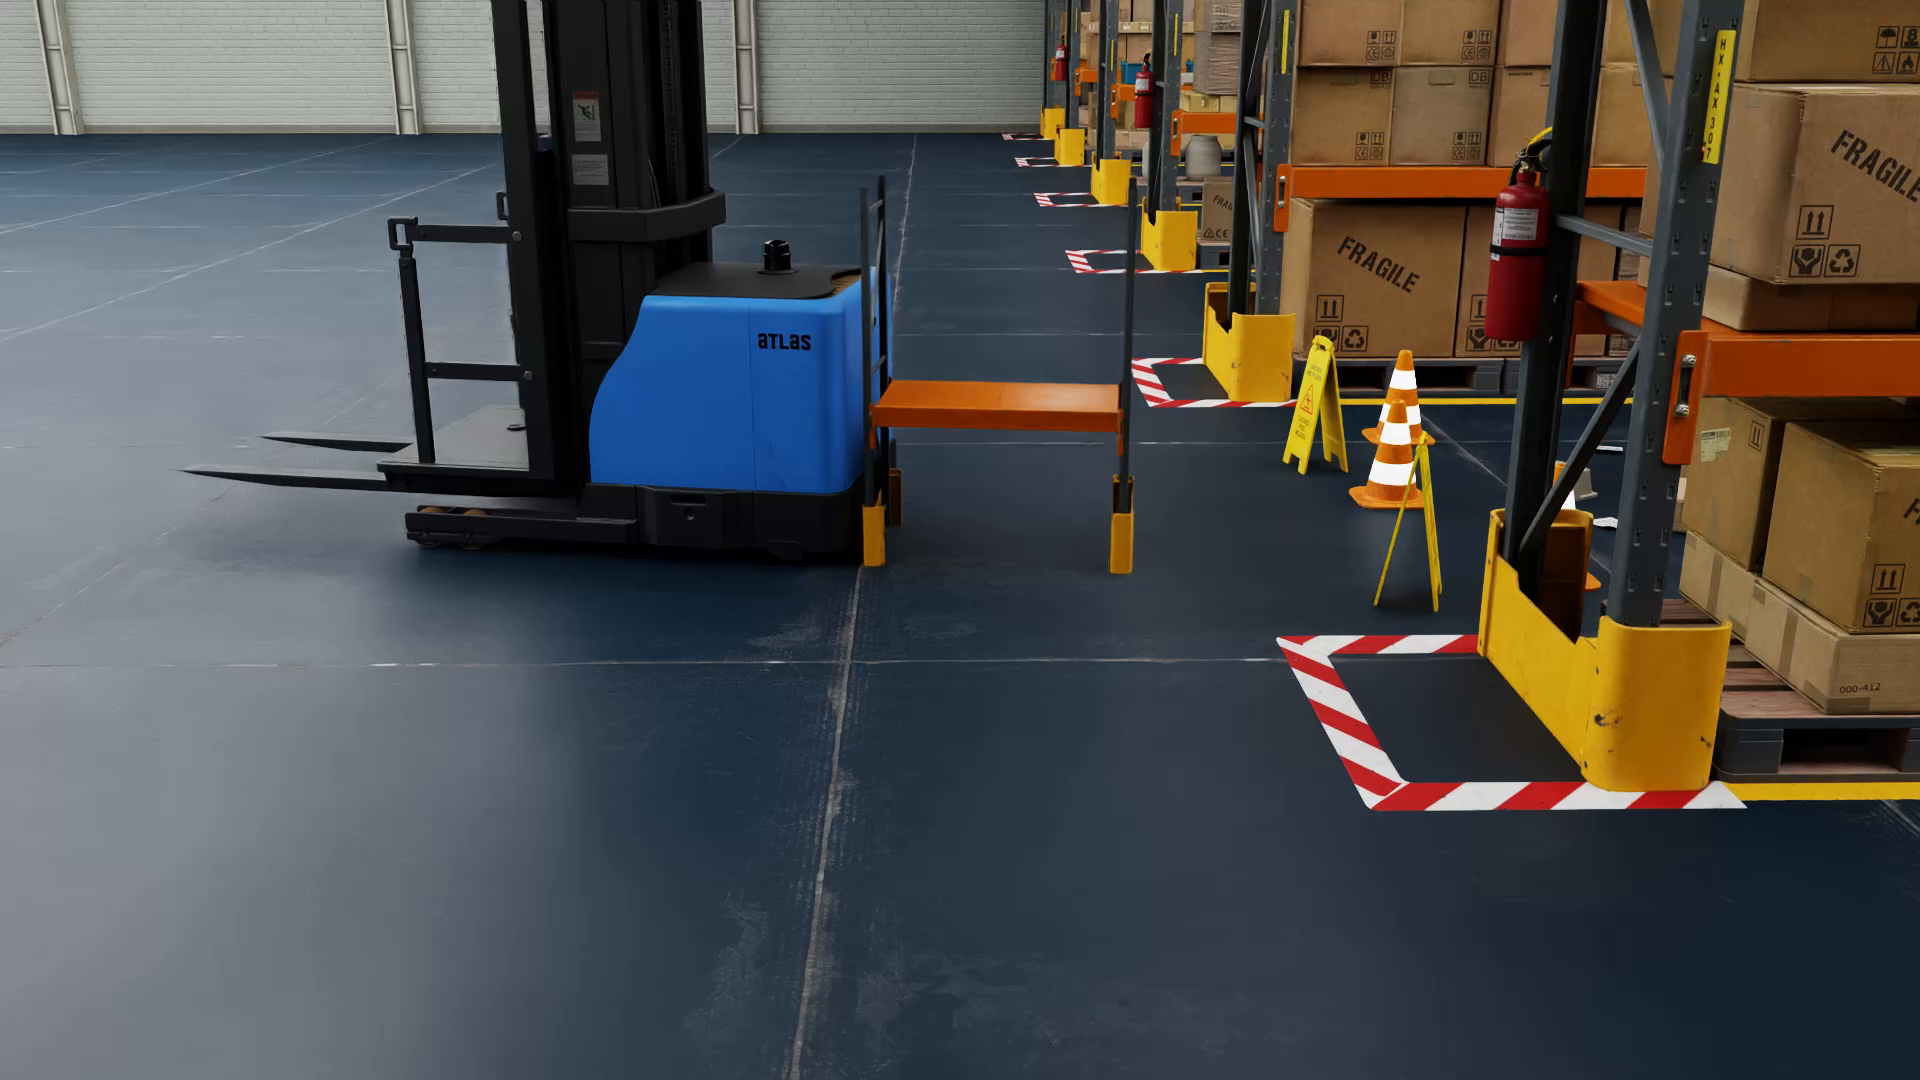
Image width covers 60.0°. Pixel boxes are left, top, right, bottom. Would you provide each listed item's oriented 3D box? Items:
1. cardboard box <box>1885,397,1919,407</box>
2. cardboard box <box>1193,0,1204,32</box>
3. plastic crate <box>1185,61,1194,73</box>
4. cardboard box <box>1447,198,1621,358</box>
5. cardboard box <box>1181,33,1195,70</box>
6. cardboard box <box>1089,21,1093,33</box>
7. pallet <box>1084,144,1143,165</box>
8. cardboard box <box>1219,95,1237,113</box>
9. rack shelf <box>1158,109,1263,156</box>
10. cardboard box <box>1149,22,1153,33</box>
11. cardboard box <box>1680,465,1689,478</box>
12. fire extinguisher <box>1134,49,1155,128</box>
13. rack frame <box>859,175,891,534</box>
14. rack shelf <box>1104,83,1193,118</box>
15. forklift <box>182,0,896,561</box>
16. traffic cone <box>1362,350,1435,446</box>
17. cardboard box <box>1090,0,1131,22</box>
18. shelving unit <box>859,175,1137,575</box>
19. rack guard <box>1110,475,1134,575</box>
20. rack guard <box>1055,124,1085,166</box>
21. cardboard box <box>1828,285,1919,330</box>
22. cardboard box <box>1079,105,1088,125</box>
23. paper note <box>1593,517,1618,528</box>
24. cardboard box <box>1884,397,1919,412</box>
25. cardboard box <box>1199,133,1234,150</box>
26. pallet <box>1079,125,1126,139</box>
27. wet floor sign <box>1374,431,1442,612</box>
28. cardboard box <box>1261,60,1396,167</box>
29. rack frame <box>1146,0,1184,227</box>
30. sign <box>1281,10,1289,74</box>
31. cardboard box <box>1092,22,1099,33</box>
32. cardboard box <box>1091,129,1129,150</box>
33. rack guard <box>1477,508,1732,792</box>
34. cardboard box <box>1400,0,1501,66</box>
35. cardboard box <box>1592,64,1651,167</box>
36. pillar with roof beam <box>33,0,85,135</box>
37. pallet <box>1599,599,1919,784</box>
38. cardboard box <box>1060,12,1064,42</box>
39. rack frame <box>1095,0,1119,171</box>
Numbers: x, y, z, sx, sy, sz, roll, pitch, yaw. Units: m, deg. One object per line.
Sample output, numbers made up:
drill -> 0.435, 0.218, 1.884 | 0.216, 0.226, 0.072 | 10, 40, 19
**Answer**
cardboard box -> 3.084, -0.544, 5.358 | 0.250, 0.149, 0.380 | 0, 18, 1
cardboard box -> 2.311, -4.652, 14.351 | 0.500, 0.500, 0.500 | 0, 18, -1
plastic crate -> 2.832, -5.446, 19.356 | 0.408, 0.251, 0.499 | 0, 18, -1
cardboard box -> 3.299, -1.610, 9.946 | 0.875, 0.875, 0.875 | -1, 18, -2
cardboard box -> 3.101, -6.985, 23.746 | 0.500, 0.500, 0.700 | 0, 18, 0
cardboard box -> 1.991, -7.351, 23.825 | 0.250, 0.149, 0.380 | -1, 18, -2
pallet -> 2.376, -5.623, 24.230 | 1.213, 0.211, 1.003 | 0, 18, -1
cardboard box -> 2.304, -3.713, 14.122 | 0.250, 0.149, 0.380 | 0, 18, -1
rack shelf -> 3.764, -3.576, 14.461 | 4.000, 0.370, 1.077 | 0, 18, -1
cardboard box -> 2.773, -7.230, 23.450 | 0.250, 0.149, 0.380 | -1, 18, -2
cardboard box -> 3.637, -0.475, 7.704 | 0.637, 0.503, 0.797 | -15, 23, -39
fire extinguisher -> 1.643, -4.012, 14.770 | 0.183, 0.674, 0.296 | 0, 18, -1
rack frame -> -0.341, -0.696, 6.763 | 0.032, 1.500, 0.500 | 2, 18, 5
rack shelf -> 3.686, -5.088, 19.176 | 4.000, 0.370, 1.077 | 0, 18, -1
forklift -> -1.854, -1.509, 6.952 | 3.031, 2.935, 1.130 | 3, 18, 9
traffic cone -> 2.295, -0.754, 8.640 | 0.334, 0.463, 0.336 | 0, 18, -1
cardboard box -> 2.132, -7.598, 23.535 | 0.500, 0.500, 0.700 | 0, 18, -1
shelving unit -> 0.173, -0.681, 6.714 | 1.083, 1.500, 0.587 | 2, 18, 5
rack guard -> 0.669, -0.070, 6.857 | 0.087, 0.250, 0.587 | 2, 18, 5
rack guard -> 1.588, -5.744, 24.134 | 0.348, 0.500, 1.175 | 0, 18, -1
cardboard box -> 2.516, -0.706, 4.749 | 0.250, 0.149, 0.380 | 0, 18, 0
cardboard box -> 2.223, -7.352, 28.737 | 0.500, 0.311, 0.500 | -2, 18, -7
paper note -> 2.835, -0.080, 7.248 | 0.142, 0.019, 0.148 | -7, 19, -20
cardboard box -> 3.240, -0.217, 5.398 | 0.500, 0.500, 0.500 | 0, 18, 1
cardboard box -> 3.652, -5.766, 23.926 | 0.500, 0.250, 0.500 | 0, 18, -1
pallet -> 2.419, -7.113, 28.874 | 1.213, 0.211, 1.003 | 0, 18, -1
wet floor sign -> 1.714, -0.087, 6.261 | 0.232, 0.644, 0.267 | 6, 19, 18
cardboard box -> 2.112, -2.480, 9.623 | 0.550, 0.550, 0.875 | 0, 18, -1
rack frame -> 1.765, -3.908, 14.321 | 0.127, 3.000, 1.000 | 0, 18, -1
sign -> 1.745, -2.673, 8.924 | 0.005, 0.325, 0.100 | 0, 18, -1
cardboard box -> 2.008, -7.227, 23.439 | 0.250, 0.149, 0.380 | 0, 18, -1
cardboard box -> 2.152, -5.759, 23.905 | 0.500, 0.250, 0.500 | 0, 18, -1
rack guard -> 1.997, 0.308, 5.268 | 0.348, 0.500, 1.175 | 0, 18, -1
cardboard box -> 2.662, -2.999, 9.474 | 0.550, 0.550, 0.875 | 0, 18, -1
cardboard box -> 3.753, -2.469, 9.588 | 0.500, 0.550, 0.875 | 0, 18, -1
pillar with roof beam -> -15.713, -10.170, 24.017 | 0.400, 9.000, 9.100 | 0, 18, -1
pallet -> 2.810, 0.453, 5.291 | 1.213, 0.211, 1.003 | 0, 18, -1
cardboard box -> 1.998, -8.809, 28.584 | 0.500, 0.500, 0.500 | 0, 18, -1
rack frame -> 1.686, -5.421, 19.036 | 0.127, 3.000, 1.000 | 0, 18, -1
